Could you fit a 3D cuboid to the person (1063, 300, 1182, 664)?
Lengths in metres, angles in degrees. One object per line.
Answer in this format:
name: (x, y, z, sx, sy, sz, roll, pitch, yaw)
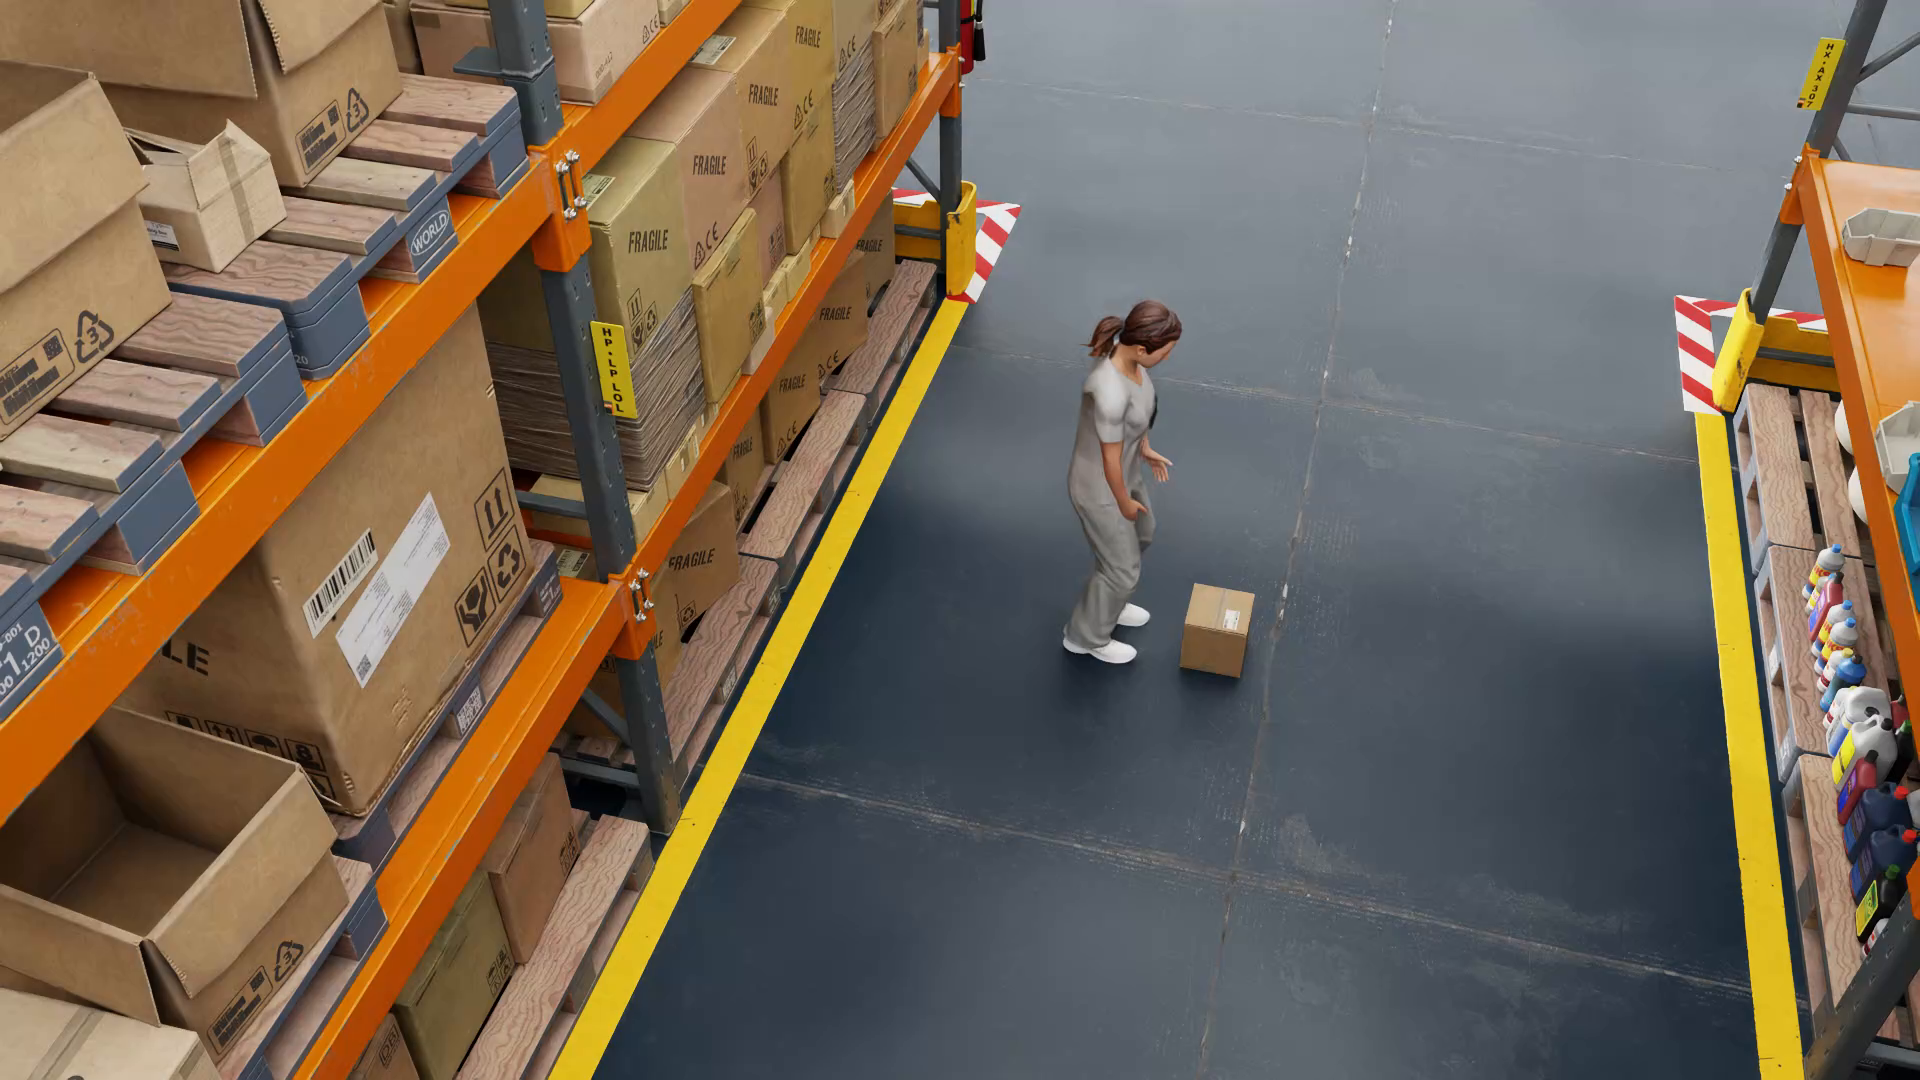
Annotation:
person: (0.616, -0.237, 6.466, 0.370, 1.637, 0.458, 11, 42, 12)
